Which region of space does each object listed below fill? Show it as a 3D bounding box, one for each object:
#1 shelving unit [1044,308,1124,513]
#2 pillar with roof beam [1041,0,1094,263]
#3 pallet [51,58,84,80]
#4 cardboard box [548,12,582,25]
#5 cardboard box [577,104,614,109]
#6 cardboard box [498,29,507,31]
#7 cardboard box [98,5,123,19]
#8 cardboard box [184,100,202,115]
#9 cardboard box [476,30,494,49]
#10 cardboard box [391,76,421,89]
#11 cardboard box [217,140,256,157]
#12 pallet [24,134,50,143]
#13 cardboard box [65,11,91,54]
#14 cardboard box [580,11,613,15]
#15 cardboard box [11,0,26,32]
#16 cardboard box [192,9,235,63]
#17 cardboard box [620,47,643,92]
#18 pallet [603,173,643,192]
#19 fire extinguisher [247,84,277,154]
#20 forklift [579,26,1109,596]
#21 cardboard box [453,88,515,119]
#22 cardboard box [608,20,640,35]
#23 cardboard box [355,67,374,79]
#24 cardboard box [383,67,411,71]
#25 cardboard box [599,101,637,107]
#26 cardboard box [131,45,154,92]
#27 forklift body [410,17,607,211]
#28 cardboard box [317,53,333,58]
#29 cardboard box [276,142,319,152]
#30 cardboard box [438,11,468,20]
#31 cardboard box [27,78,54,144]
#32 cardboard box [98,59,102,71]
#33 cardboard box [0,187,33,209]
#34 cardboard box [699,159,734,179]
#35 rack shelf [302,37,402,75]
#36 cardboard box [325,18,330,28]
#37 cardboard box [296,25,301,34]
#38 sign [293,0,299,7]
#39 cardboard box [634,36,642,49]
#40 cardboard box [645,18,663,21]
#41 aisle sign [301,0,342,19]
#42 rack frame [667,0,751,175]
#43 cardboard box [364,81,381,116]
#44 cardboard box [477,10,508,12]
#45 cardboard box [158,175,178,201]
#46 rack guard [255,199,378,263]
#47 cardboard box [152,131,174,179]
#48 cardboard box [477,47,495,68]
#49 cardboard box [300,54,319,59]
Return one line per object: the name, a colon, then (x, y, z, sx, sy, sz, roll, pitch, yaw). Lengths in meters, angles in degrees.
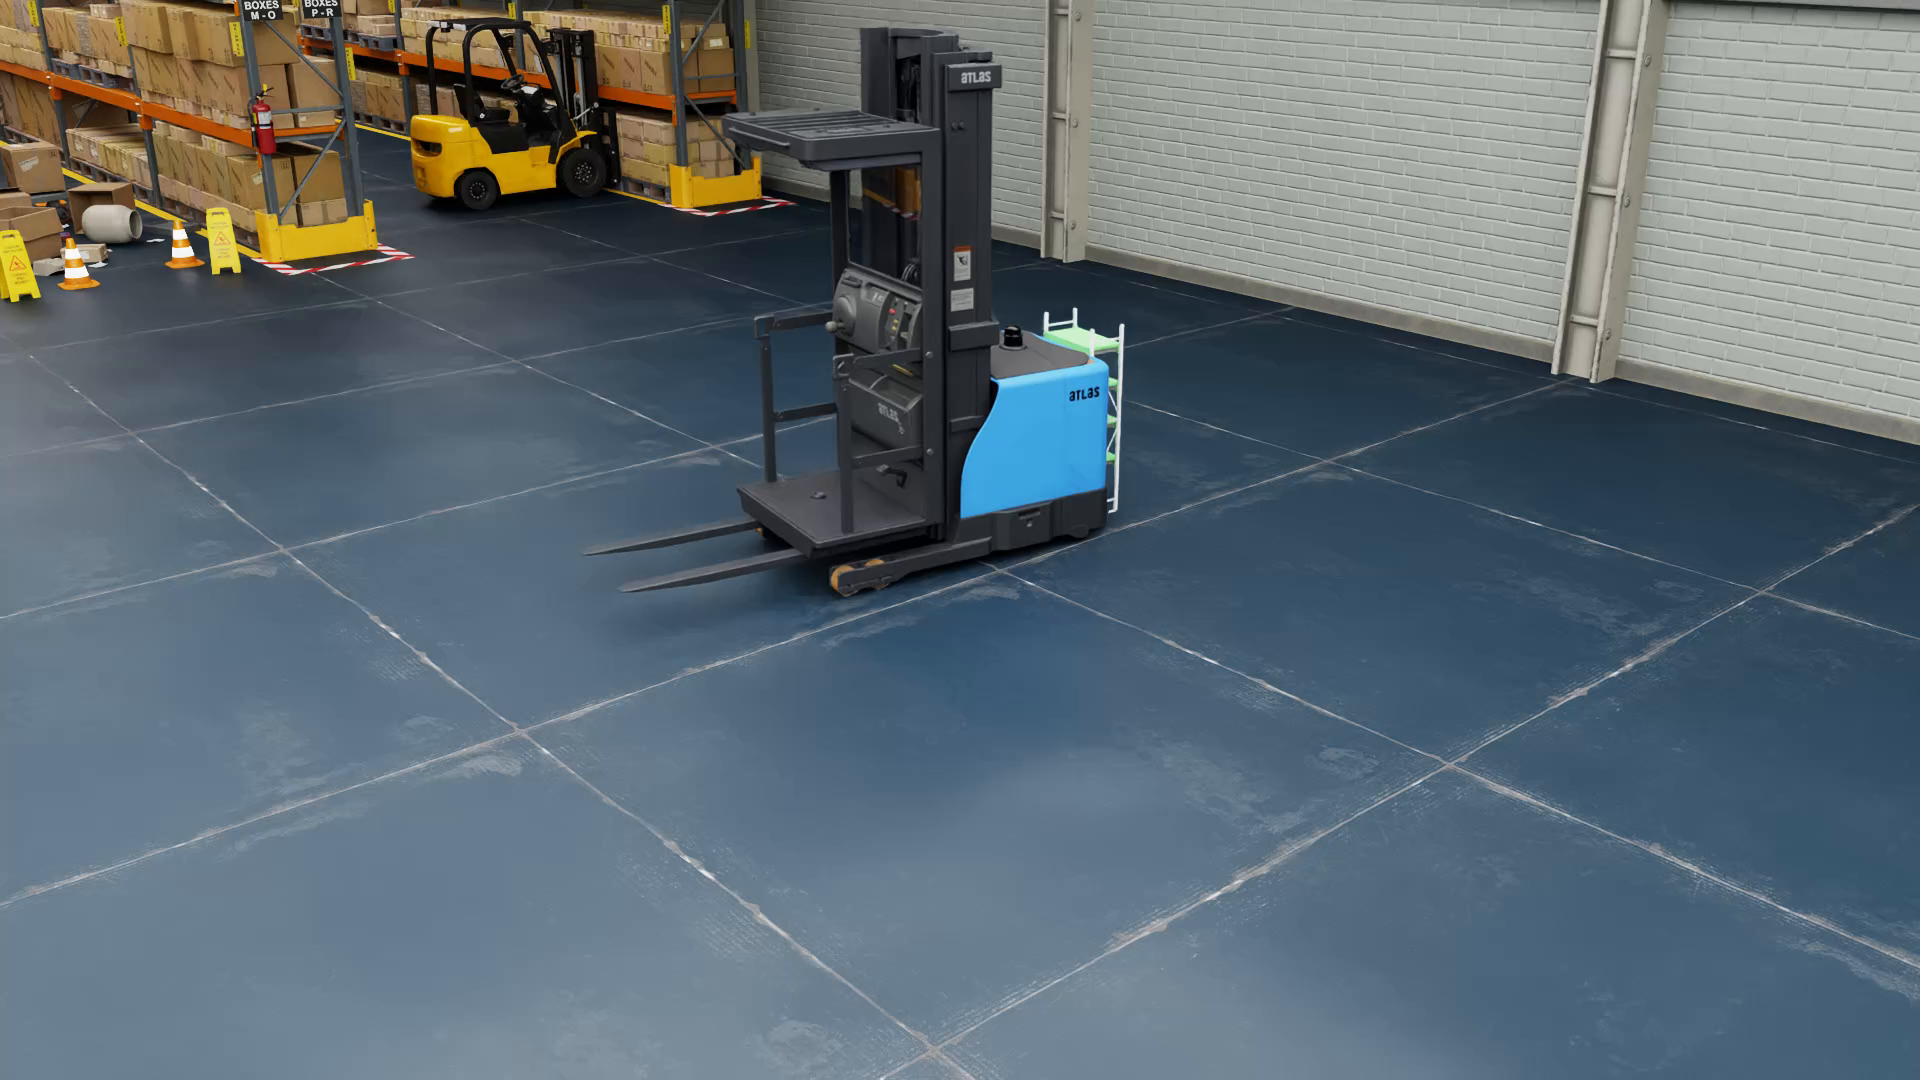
shelving unit: (0.755, -0.795, 10.369, 0.258, 1.200, 0.503, -13, 25, -29)
pillar with roof beam: (-2.165, -6.153, 13.354, 9.100, 9.000, 0.400, -17, 27, -37)
pallet: (-11.483, -6.402, 22.479, 1.213, 0.211, 1.003, -17, 27, -37)
cardboard box: (-5.264, -6.950, 22.180, 0.380, 0.149, 0.250, -18, 28, -38)
cardboard box: (-4.922, -5.634, 22.080, 0.500, 0.250, 0.500, -16, 27, -36)
cardboard box: (-6.233, -7.197, 23.221, 0.380, 0.149, 0.250, -18, 28, -38)
cardboard box: (-10.350, -6.501, 20.460, 0.380, 0.149, 0.250, -18, 28, -39)
cardboard box: (-8.441, -4.859, 18.620, 0.380, 0.149, 0.250, -18, 27, -38)
cardboard box: (-6.515, -7.118, 23.566, 0.500, 0.250, 0.500, -18, 28, -39)
cardboard box: (-8.785, -7.255, 26.357, 0.380, 0.149, 0.250, -19, 28, -40)
cardboard box: (-7.818, -4.264, 18.033, 0.380, 0.149, 0.250, -16, 27, -36)
pallet: (-13.278, -5.937, 24.853, 1.003, 0.211, 1.213, -17, 27, -37)
cardboard box: (-11.213, -6.576, 21.541, 0.500, 0.500, 0.500, -17, 27, -37)
cardboard box: (-4.907, -7.062, 22.467, 0.380, 0.149, 0.250, -18, 28, -38)
cardboard box: (-12.905, -7.395, 23.244, 0.500, 0.500, 0.500, -17, 27, -37)
cardboard box: (-7.630, -5.334, 17.573, 0.700, 0.500, 0.500, -17, 27, -37)
cardboard box: (-3.900, -5.901, 20.799, 0.500, 0.500, 0.500, -16, 27, -36)
pallet: (-4.372, -4.875, 22.141, 1.003, 0.211, 1.213, -17, 27, -37)
fire extinguisher: (-7.081, -4.275, 16.892, 0.296, 0.674, 0.183, -17, 27, -37)
forklift: (-0.642, -1.274, 9.218, 3.031, 2.935, 1.130, -12, 25, -29)
cardboard box: (-7.002, -6.395, 24.879, 0.875, 0.625, 0.625, -19, 28, -40)
cardboard box: (-4.178, -6.430, 20.853, 0.380, 0.149, 0.250, -17, 27, -36)
cardboard box: (-9.949, -7.776, 27.686, 0.380, 0.149, 0.250, -16, 27, -36)
cardboard box: (-9.404, -7.827, 27.816, 0.380, 0.149, 0.250, -19, 28, -39)
cardboard box: (-4.530, -5.752, 22.380, 0.500, 0.250, 0.500, -17, 27, -37)
cardboard box: (-9.341, -5.555, 19.508, 0.500, 0.500, 0.500, -18, 27, -38)
forklift body: (-5.668, -5.330, 20.642, 2.313, 2.155, 1.214, -17, 27, -37)
cardboard box: (-10.803, -8.275, 28.552, 0.380, 0.149, 0.250, -18, 28, -38)
cardboard box: (-7.484, -4.155, 18.647, 0.500, 0.500, 0.500, -19, 28, -39)
cardboard box: (-7.435, -7.682, 24.457, 0.380, 0.149, 0.250, -17, 27, -36)
cardboard box: (-12.995, -6.327, 24.362, 0.875, 0.875, 0.875, -17, 27, -37)
cardboard box: (-10.618, -5.998, 20.953, 0.380, 0.149, 0.250, -17, 27, -37)
cardboard box: (-10.488, -3.492, 18.024, 0.797, 0.637, 0.503, -17, 27, -37)
cardboard box: (-3.221, -4.733, 21.149, 0.500, 0.250, 0.500, -17, 27, -37)
rack shelf: (-9.576, -8.063, 27.444, 1.077, 0.370, 4.000, -17, 27, -37)
cardboard box: (-10.265, -8.608, 27.458, 0.396, 0.266, 0.258, -16, 26, -35)
cardboard box: (-11.281, -8.862, 28.840, 0.380, 0.149, 0.250, -17, 27, -37)
sign: (-11.288, -9.222, 28.230, 0.100, 0.325, 0.005, -17, 27, -37)
cardboard box: (-3.799, -6.163, 20.579, 0.380, 0.149, 0.250, -17, 27, -36)
cardboard box: (-3.776, -6.555, 21.171, 0.380, 0.149, 0.250, -16, 27, -36)
aisle sign: (-6.531, -5.720, 16.909, 0.394, 0.787, 0.004, -17, 27, -37)
rack frame: (-3.049, -5.635, 20.258, 1.000, 3.000, 0.127, -17, 27, -37)
cardboard box: (-9.372, -7.227, 27.175, 0.500, 0.500, 0.500, -16, 27, -35)
cardboard box: (-6.976, -7.830, 24.834, 0.380, 0.149, 0.250, -18, 28, -38)
cardboard box: (-9.237, -4.246, 19.905, 0.500, 0.250, 0.500, -19, 28, -40)
rack guard: (-6.856, -3.310, 17.748, 1.175, 0.500, 0.348, -17, 27, -37)
cardboard box: (-9.237, -4.595, 19.768, 0.500, 0.500, 0.500, -16, 26, -35)
cardboard box: (-6.519, -6.885, 23.655, 0.500, 0.250, 0.500, -18, 27, -38)
cardboard box: (-7.246, -4.977, 18.033, 0.500, 0.500, 0.500, -16, 27, -36)
